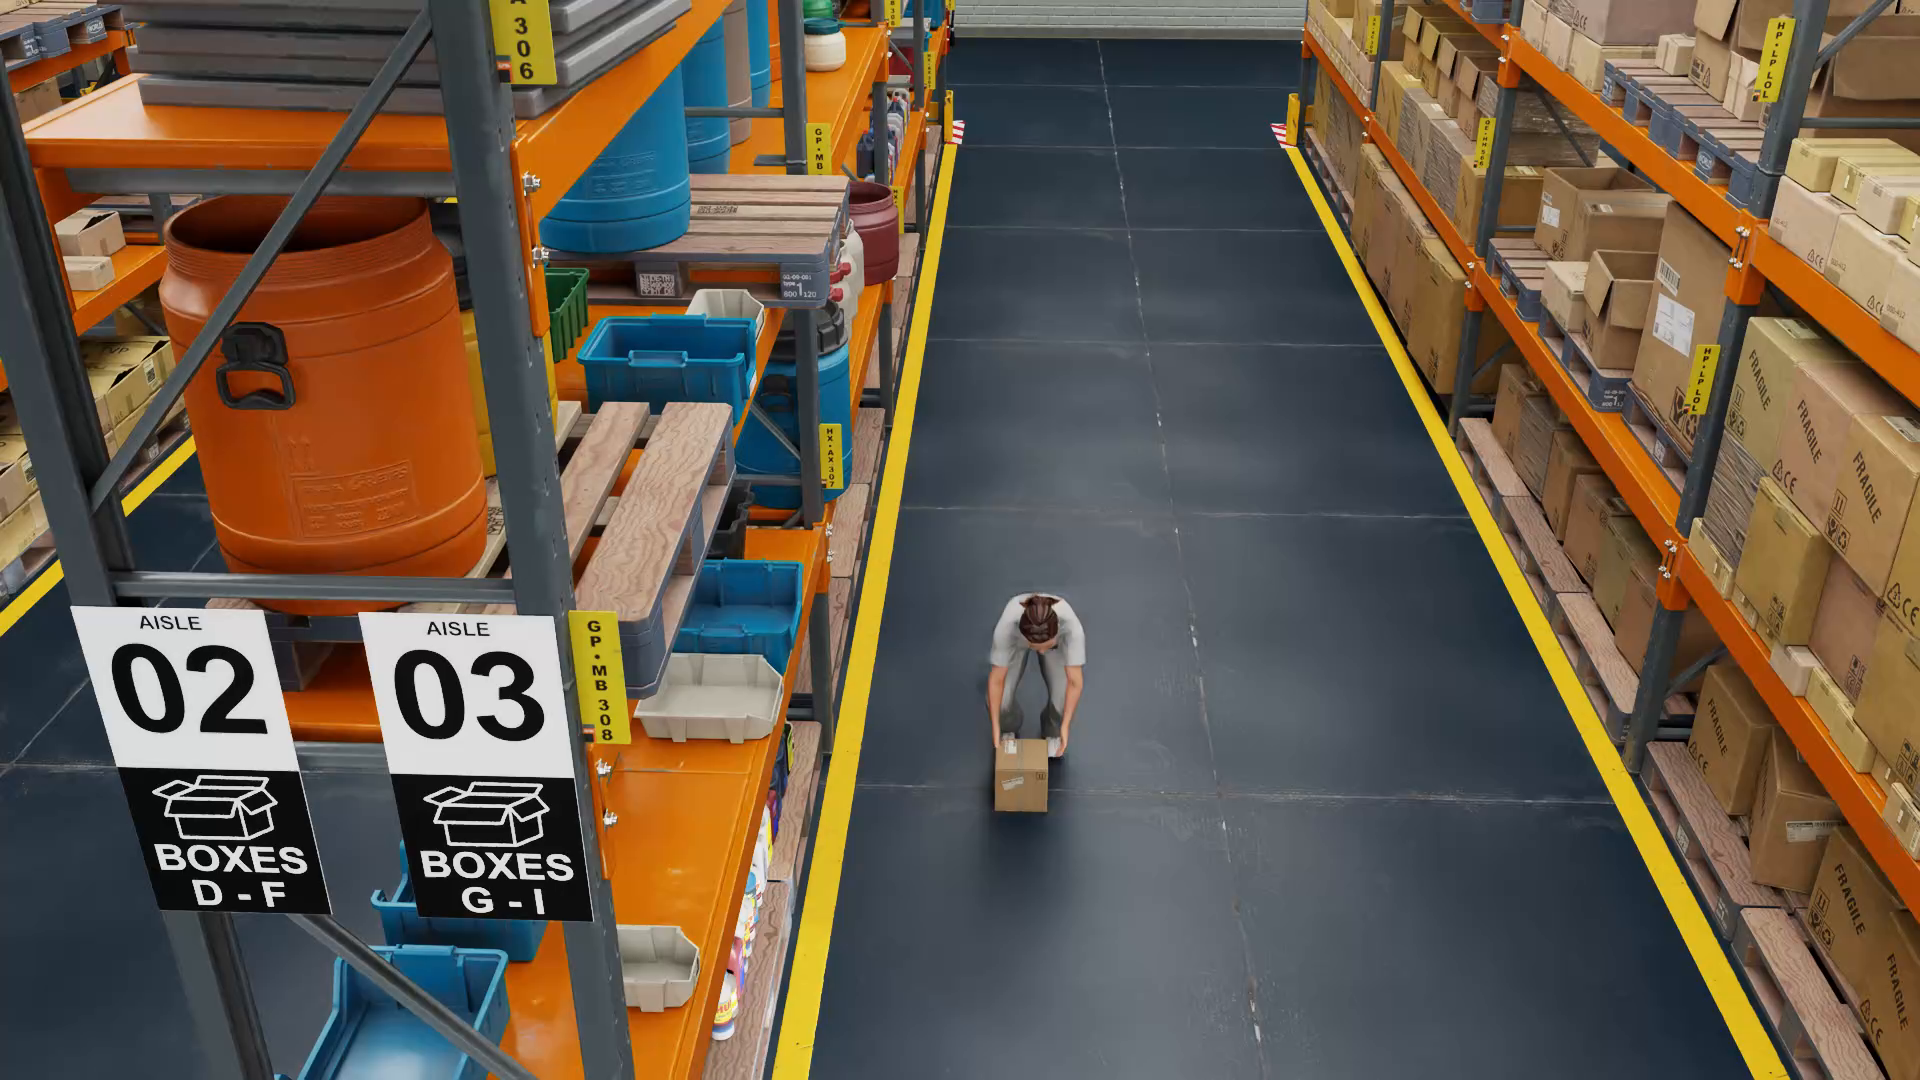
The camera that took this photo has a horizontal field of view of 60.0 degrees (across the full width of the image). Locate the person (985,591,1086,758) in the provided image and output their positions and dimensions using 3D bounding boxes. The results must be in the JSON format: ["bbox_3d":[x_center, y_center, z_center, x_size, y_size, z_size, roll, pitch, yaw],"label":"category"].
[{"bbox_3d":[0.377,0.622,8.154,0.488,1.023,0.777,3,28,6],"label":"person"}]
